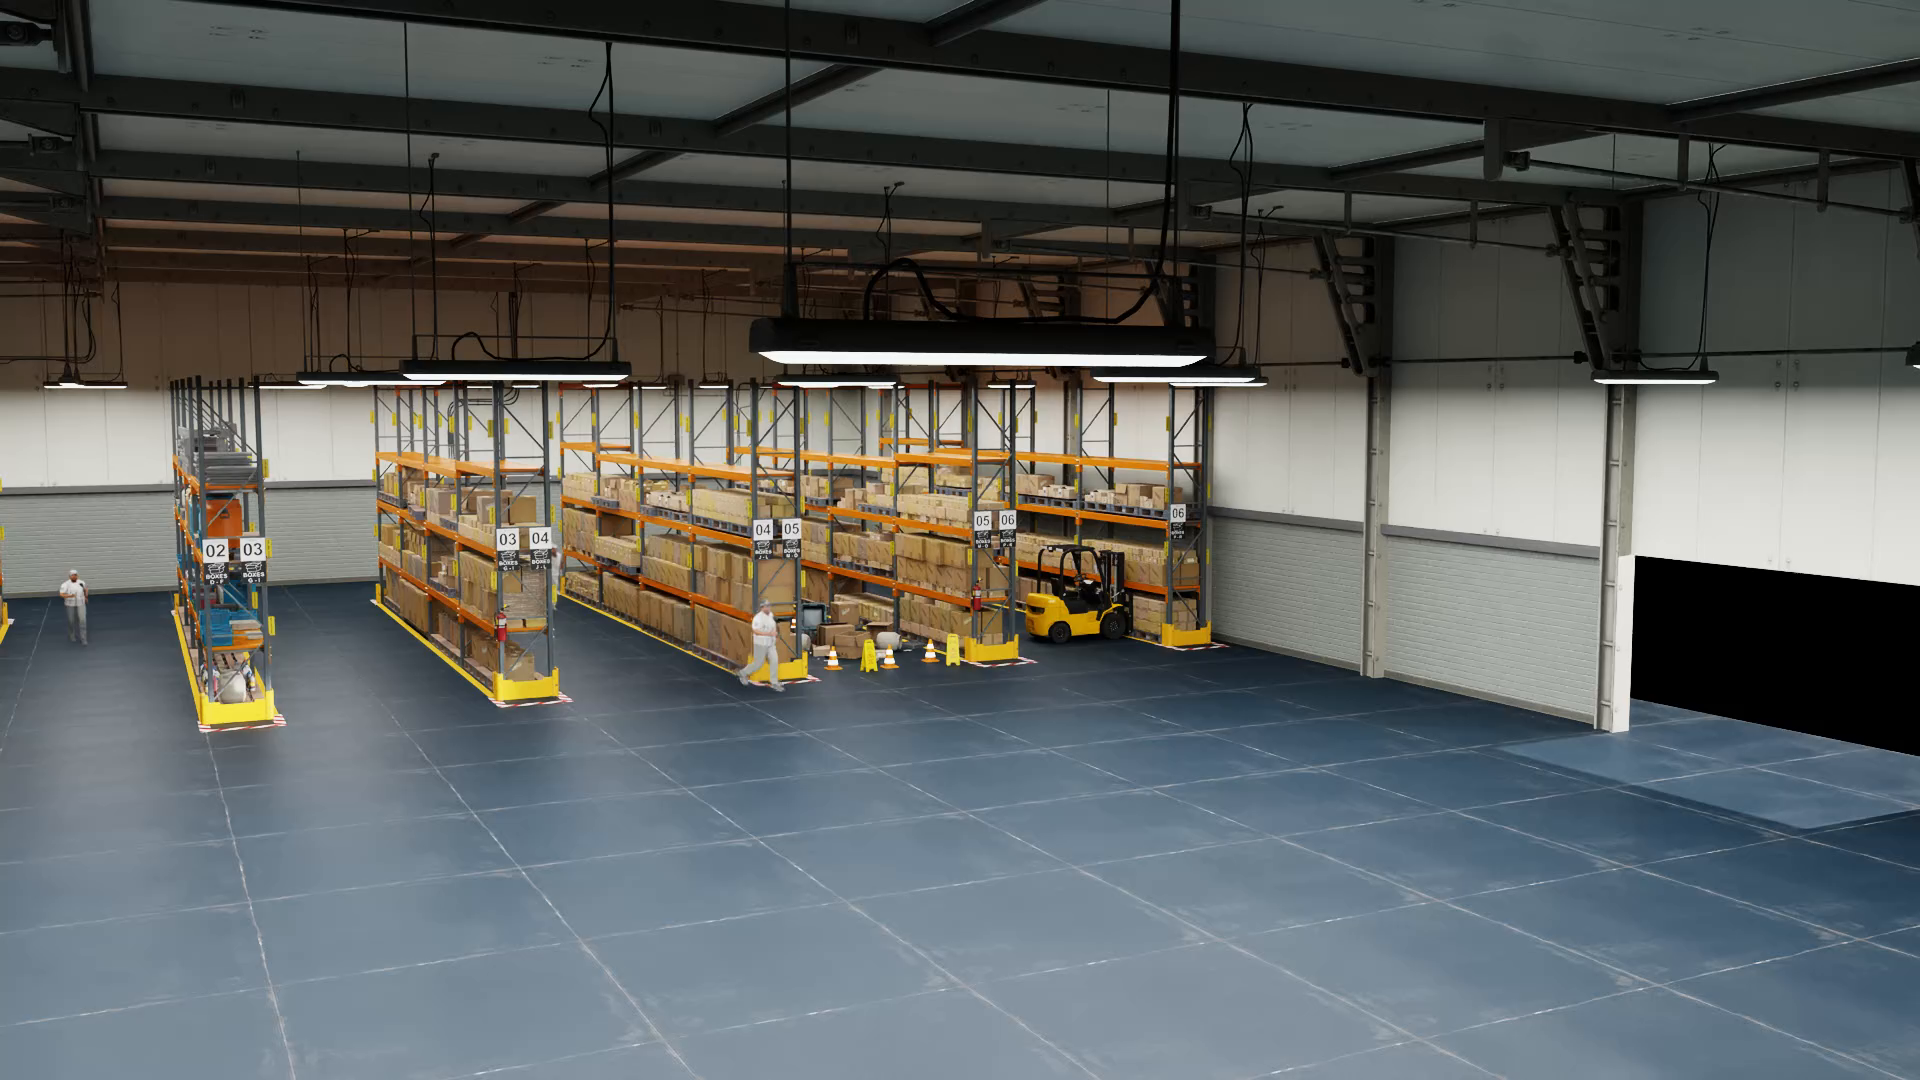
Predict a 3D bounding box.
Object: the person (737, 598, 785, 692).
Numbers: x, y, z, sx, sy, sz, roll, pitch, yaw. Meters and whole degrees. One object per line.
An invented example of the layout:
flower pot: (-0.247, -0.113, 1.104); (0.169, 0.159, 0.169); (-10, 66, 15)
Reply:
person: (-3.791, 2.002, 31.967); (0.974, 1.798, 0.673); (3, 6, 32)

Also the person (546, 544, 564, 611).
person: (-10.823, 0.959, 44.046); (0.687, 1.765, 0.947); (-2, 6, -25)

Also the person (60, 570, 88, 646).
person: (-20.117, 1.524, 37.792); (0.599, 1.710, 0.829); (-3, 6, -33)
